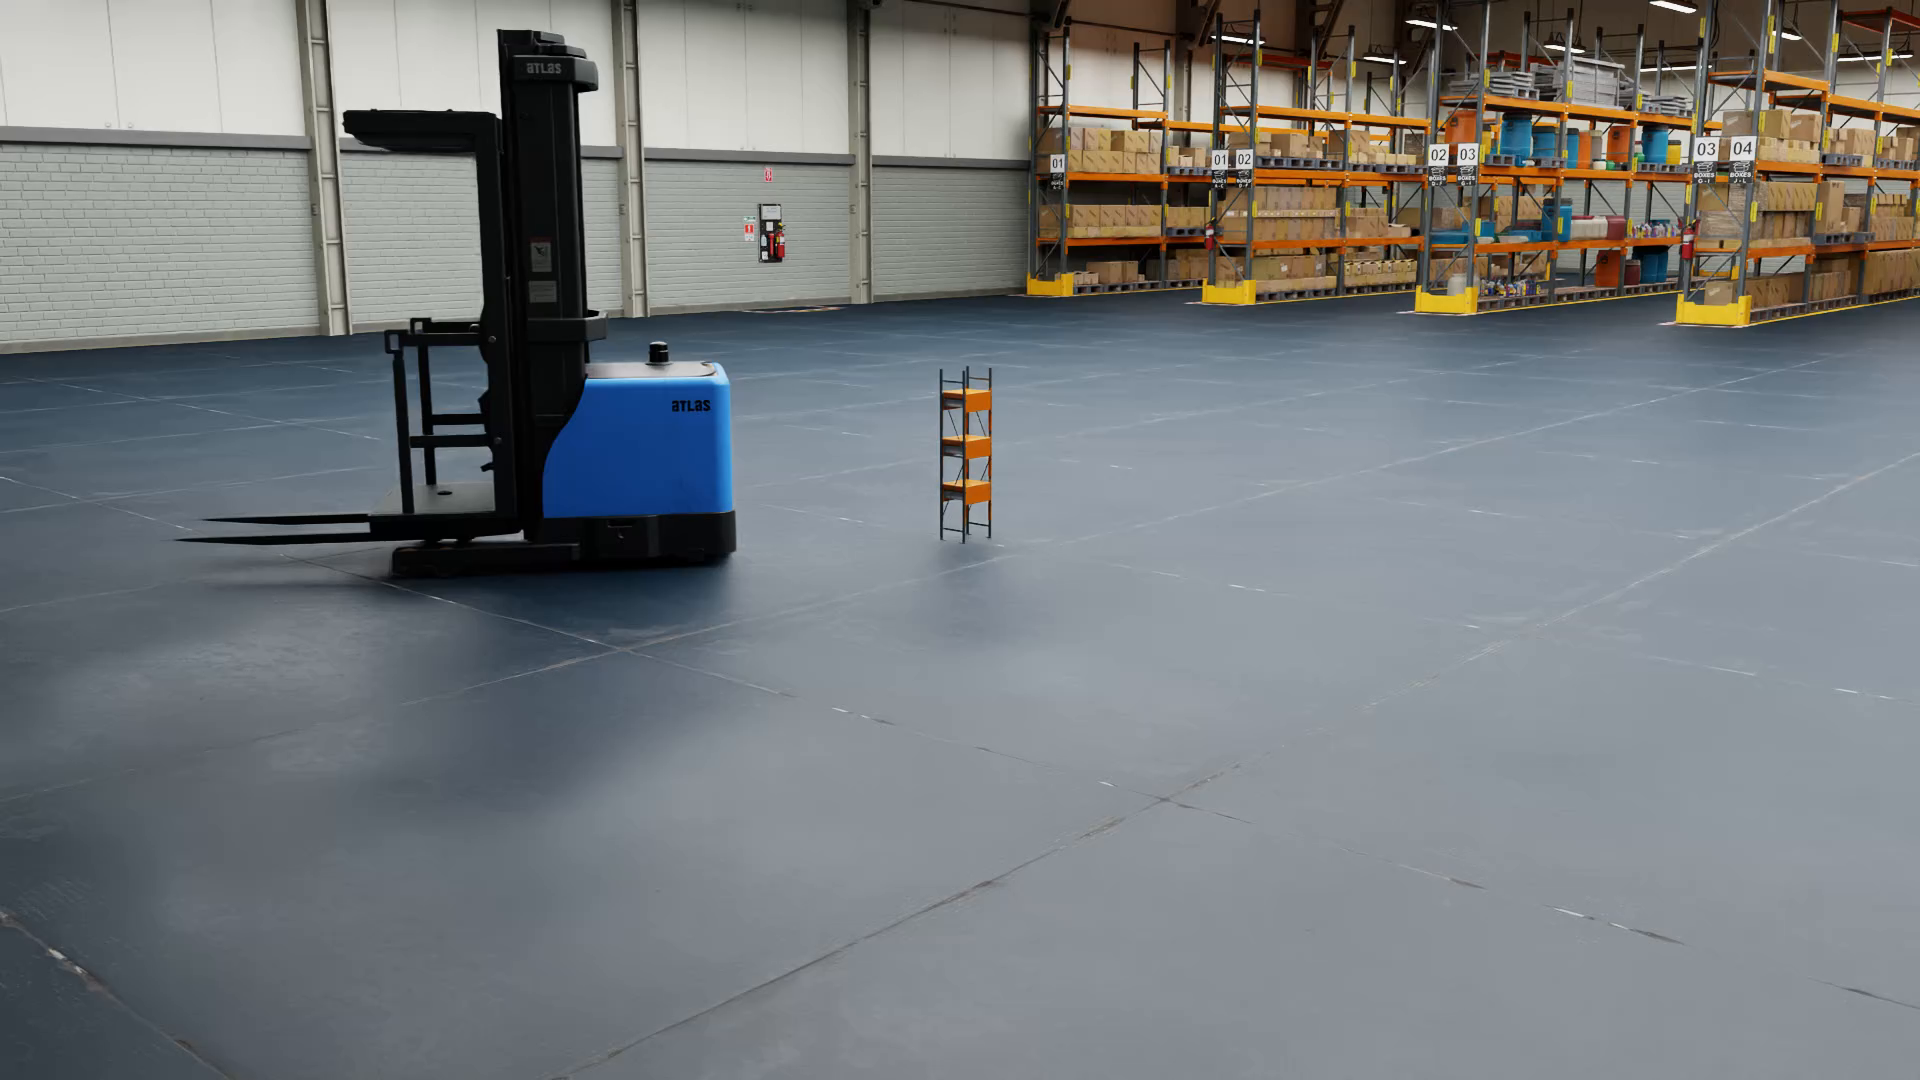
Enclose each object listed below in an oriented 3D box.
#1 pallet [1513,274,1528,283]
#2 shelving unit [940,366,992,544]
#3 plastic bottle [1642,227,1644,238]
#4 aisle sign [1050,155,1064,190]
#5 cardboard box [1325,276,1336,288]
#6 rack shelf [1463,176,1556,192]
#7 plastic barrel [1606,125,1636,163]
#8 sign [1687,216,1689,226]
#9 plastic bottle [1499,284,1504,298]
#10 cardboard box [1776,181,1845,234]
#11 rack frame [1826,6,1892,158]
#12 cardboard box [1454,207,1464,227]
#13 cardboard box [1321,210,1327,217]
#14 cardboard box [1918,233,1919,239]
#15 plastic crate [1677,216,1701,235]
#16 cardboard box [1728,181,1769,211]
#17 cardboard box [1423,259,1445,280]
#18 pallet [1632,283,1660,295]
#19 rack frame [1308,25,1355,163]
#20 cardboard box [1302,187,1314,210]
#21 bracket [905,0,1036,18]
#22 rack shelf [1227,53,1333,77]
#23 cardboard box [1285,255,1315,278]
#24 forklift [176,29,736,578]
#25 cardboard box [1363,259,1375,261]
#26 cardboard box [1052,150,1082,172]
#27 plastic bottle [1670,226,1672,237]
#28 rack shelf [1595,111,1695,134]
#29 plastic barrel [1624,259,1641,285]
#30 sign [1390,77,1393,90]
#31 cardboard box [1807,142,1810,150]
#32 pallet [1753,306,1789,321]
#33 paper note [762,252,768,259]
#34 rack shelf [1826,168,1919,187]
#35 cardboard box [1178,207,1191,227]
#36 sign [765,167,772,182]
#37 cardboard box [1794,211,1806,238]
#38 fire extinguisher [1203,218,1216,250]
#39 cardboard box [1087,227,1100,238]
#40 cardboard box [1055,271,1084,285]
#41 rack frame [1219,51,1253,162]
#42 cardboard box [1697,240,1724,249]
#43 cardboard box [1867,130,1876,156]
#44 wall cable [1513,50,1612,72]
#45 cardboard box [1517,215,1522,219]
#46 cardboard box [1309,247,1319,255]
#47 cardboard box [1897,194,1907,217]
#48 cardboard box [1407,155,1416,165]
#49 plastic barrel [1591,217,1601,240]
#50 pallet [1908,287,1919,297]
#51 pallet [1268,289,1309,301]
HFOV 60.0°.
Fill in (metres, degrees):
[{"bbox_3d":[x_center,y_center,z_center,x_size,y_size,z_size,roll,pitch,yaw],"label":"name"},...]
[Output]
[{"bbox_3d":[14.958,-7.241,45.925,1.003,0.211,1.213,10,15,40],"label":"pallet"},{"bbox_3d":[0.035,-0.523,10.148,0.215,1.050,0.252,10,15,40],"label":"shelving unit"},{"bbox_3d":[15.948,-7.191,38.887,0.097,0.271,0.097,0,11,0],"label":"plastic bottle"},{"bbox_3d":[2.231,-8.427,38.106,0.394,0.787,0.004,10,15,40],"label":"aisle sign"},{"bbox_3d":[8.276,-5.911,38.096,0.500,0.250,0.500,10,15,40],"label":"cardboard box"},{"bbox_3d":[15.019,-9.739,45.493,1.077,0.370,4.000,10,15,40],"label":"rack shelf"},{"bbox_3d":[15.153,-9.068,38.127,0.600,0.830,0.708,10,15,40],"label":"plastic barrel"},{"bbox_3d":[17.829,-7.750,40.650,0.100,0.325,0.005,10,15,40],"label":"sign"},{"bbox_3d":[10.926,-5.025,33.553,0.097,0.271,0.097,0,11,0],"label":"plastic bottle"},{"bbox_3d":[16.486,-6.468,32.330,1.000,1.000,1.000,10,15,41],"label":"cardboard box"},{"bbox_3d":[18.497,-9.399,34.294,1.000,3.000,0.127,10,15,40],"label":"rack frame"},{"bbox_3d":[12.578,-8.314,42.851,0.700,0.500,0.500,6,13,26],"label":"cardboard box"},{"bbox_3d":[8.063,-7.374,37.563,0.380,0.149,0.250,9,15,39],"label":"cardboard box"},{"bbox_3d":[21.756,-6.962,38.049,0.380,0.149,0.250,9,14,38],"label":"cardboard box"},{"bbox_3d":[18.194,-7.846,41.518,0.402,0.464,0.583,10,15,40],"label":"plastic crate"},{"bbox_3d":[13.784,-6.011,29.081,0.500,0.500,0.500,10,15,40],"label":"cardboard box"},{"bbox_3d":[11.914,-6.836,42.038,0.500,0.500,0.500,9,14,38],"label":"cardboard box"},{"bbox_3d":[16.071,-6.030,39.863,1.003,0.211,1.213,10,15,40],"label":"pallet"},{"bbox_3d":[8.418,-10.092,37.763,1.000,3.000,0.127,10,15,40],"label":"rack frame"},{"bbox_3d":[7.466,-7.621,37.141,0.700,0.500,0.500,10,15,40],"label":"cardboard box"},{"bbox_3d":[0.147,-11.635,36.297,0.076,0.066,4.783,10,15,40],"label":"bracket"},{"bbox_3d":[8.655,-12.892,45.132,1.077,0.370,4.000,10,15,40],"label":"rack shelf"},{"bbox_3d":[7.610,-6.133,37.291,0.500,0.500,0.500,10,15,40],"label":"cardboard box"},{"bbox_3d":[-2.852,-1.338,9.426,3.031,2.935,1.130,-2,11,-10],"label":"forklift"},{"bbox_3d":[10.151,-6.754,40.882,0.500,0.311,0.500,9,15,39],"label":"cardboard box"},{"bbox_3d":[2.462,-8.748,38.387,0.500,0.500,0.500,10,15,42],"label":"cardboard box"},{"bbox_3d":[17.158,-7.472,40.278,0.152,0.276,0.135,10,15,40],"label":"plastic bottle"},{"bbox_3d":[16.096,-9.785,39.083,1.077,0.370,4.000,10,15,40],"label":"rack shelf"},{"bbox_3d":[15.832,-6.361,39.486,0.600,0.588,0.708,10,15,40],"label":"plastic barrel"},{"bbox_3d":[10.644,-11.246,40.954,0.100,0.325,0.005,10,15,40],"label":"sign"},{"bbox_3d":[15.513,-7.301,30.812,0.380,0.149,0.250,9,14,38],"label":"cardboard box"},{"bbox_3d":[14.634,-4.217,30.788,1.003,0.211,1.213,10,15,40],"label":"pallet"},{"bbox_3d":[-3.923,-5.726,33.469,0.016,0.148,0.142,10,15,40],"label":"paper note"},{"bbox_3d":[19.817,-7.870,36.132,1.077,0.370,4.000,10,15,40],"label":"rack shelf"},{"bbox_3d":[5.430,-8.206,42.261,0.500,0.500,0.700,-10,15,-42],"label":"cardboard box"},{"bbox_3d":[-3.835,-7.323,33.300,0.001,0.298,0.199,10,15,40],"label":"sign"},{"bbox_3d":[15.513,-6.005,31.605,0.875,0.500,0.500,10,15,40],"label":"cardboard box"},{"bbox_3d":[5.350,-6.566,35.625,0.296,0.674,0.183,10,15,40],"label":"fire extinguisher"},{"bbox_3d":[2.946,-7.247,39.166,0.500,0.250,0.500,9,15,39],"label":"cardboard box"},{"bbox_3d":[2.578,-6.189,39.280,0.500,0.311,0.500,8,14,34],"label":"cardboard box"},{"bbox_3d":[7.334,-11.320,43.913,1.000,3.000,0.127,10,15,40],"label":"rack frame"},{"bbox_3d":[13.249,-5.226,29.357,0.380,0.149,0.250,10,15,40],"label":"cardboard box"},{"bbox_3d":[18.370,-8.120,34.016,0.500,0.500,0.500,10,15,42],"label":"cardboard box"},{"bbox_3d":[18.649,-13.887,51.800,3.097,2.526,0.112,10,15,40],"label":"wall cable"},{"bbox_3d":[14.907,-8.565,45.179,0.500,0.500,0.500,10,15,40],"label":"cardboard box"},{"bbox_3d":[9.643,-8.006,47.054,0.750,0.750,0.750,10,15,41],"label":"cardboard box"},{"bbox_3d":[20.722,-7.492,37.244,0.797,0.503,0.637,9,15,39],"label":"cardboard box"},{"bbox_3d":[10.801,-9.268,40.606,0.500,0.250,0.500,8,14,36],"label":"cardboard box"},{"bbox_3d":[13.980,-6.911,36.871,0.421,0.512,0.421,0,11,0],"label":"plastic barrel"},{"bbox_3d":[21.698,-5.780,38.611,1.003,0.211,1.213,10,15,40],"label":"pallet"},{"bbox_3d":[7.056,-5.491,37.162,1.003,0.211,1.213,10,15,40],"label":"pallet"}]
